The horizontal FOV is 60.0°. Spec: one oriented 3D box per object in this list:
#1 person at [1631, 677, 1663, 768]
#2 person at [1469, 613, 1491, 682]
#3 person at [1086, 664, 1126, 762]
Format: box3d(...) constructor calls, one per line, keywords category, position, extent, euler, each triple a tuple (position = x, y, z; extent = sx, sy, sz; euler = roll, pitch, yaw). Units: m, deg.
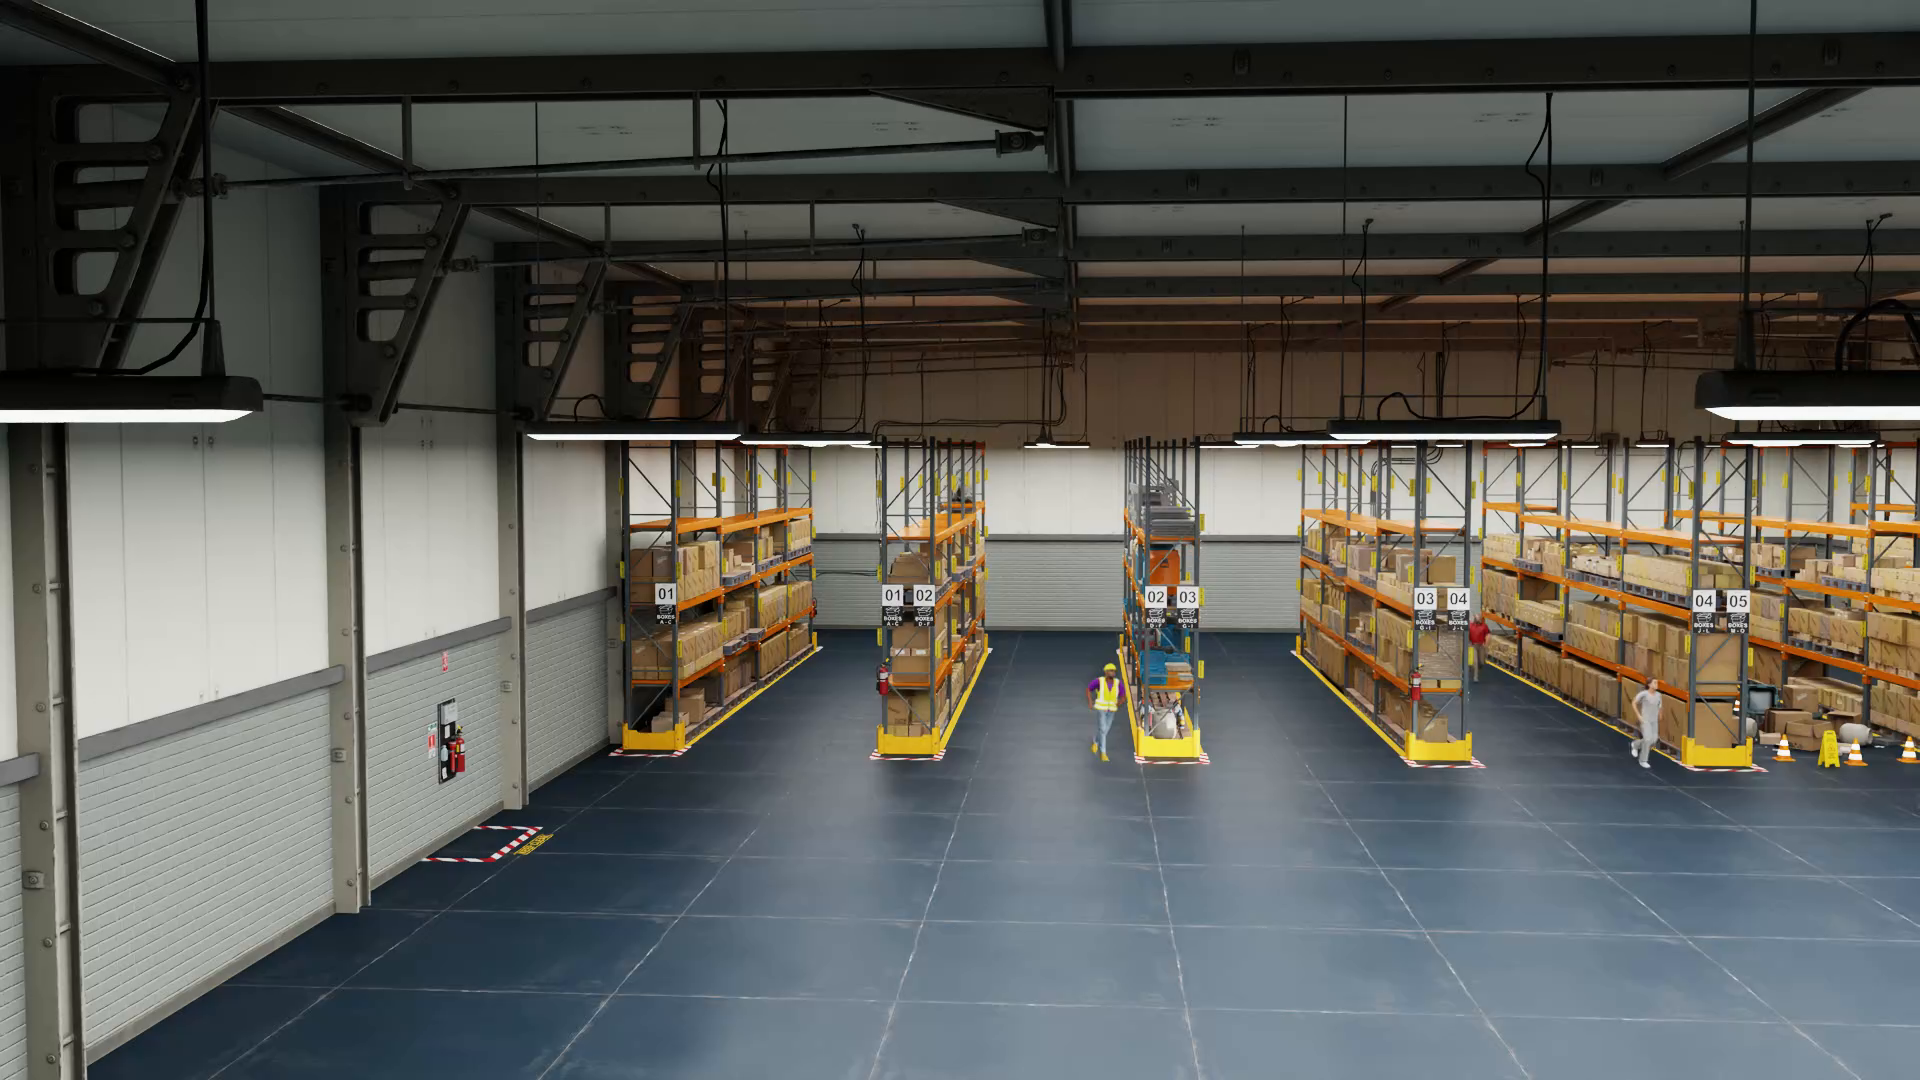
box3d(category="person", position=(12.547, 3.299, 30.369), extent=(0.601, 1.631, 0.667), euler=(-1, 3, -13))
box3d(category="person", position=(12.845, 2.660, 41.362), extent=(0.699, 1.683, 0.792), euler=(0, 3, 9))
box3d(category="person", position=(2.742, 3.189, 31.087), extent=(0.725, 1.763, 0.843), euler=(-1, 3, -18))
